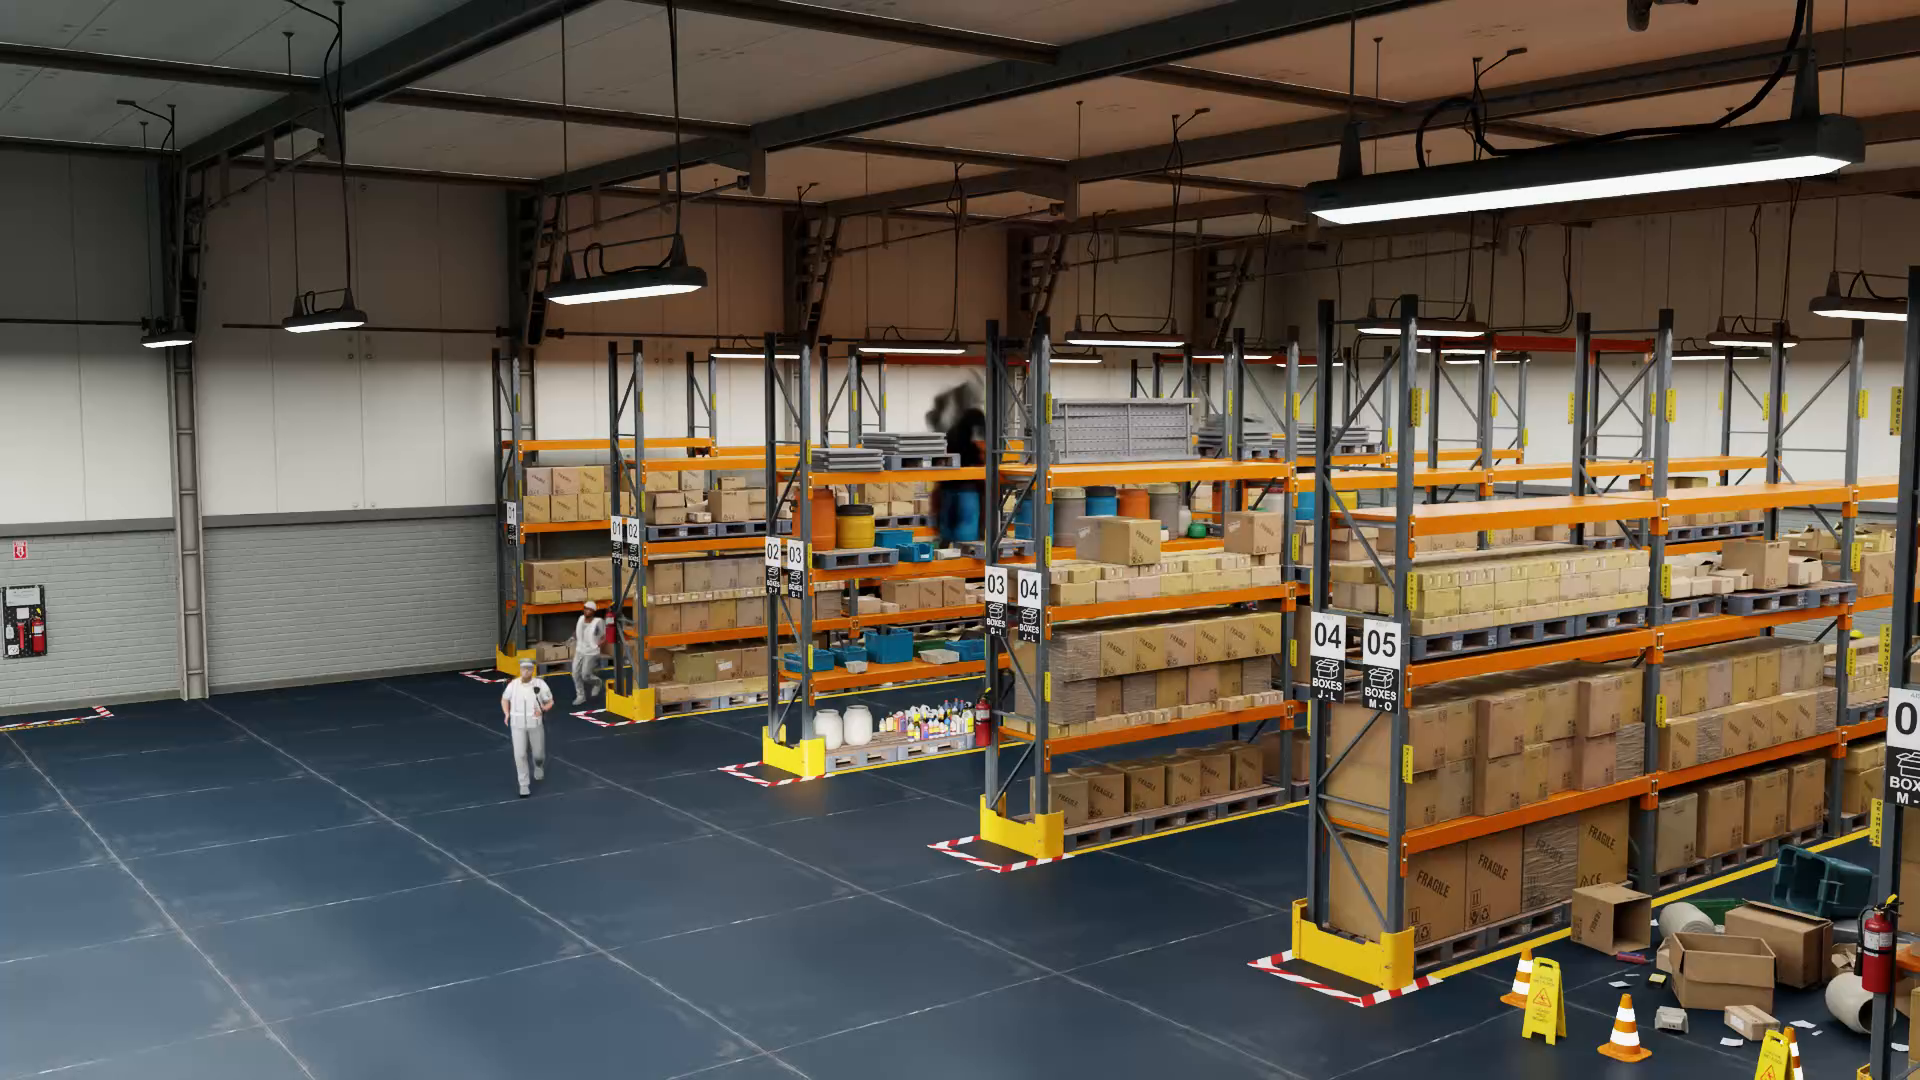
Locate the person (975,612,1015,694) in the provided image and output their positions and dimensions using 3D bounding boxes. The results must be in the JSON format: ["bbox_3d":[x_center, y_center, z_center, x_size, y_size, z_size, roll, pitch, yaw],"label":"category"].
[{"bbox_3d":[0.663,1.627,27.216,1.097,1.824,0.732,-3,6,-32],"label":"person"}]

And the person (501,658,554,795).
[{"bbox_3d":[-5.635,2.391,21.651,0.675,1.746,0.800,-1,5,-11],"label":"person"}]

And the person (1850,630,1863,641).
[{"bbox_3d":[13.043,2.159,24.204,0.780,1.708,0.720,-3,6,-31],"label":"person"}]

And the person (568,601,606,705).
[{"bbox_3d":[-6.177,1.875,27.818,0.719,1.726,0.658,3,6,30],"label":"person"}]
